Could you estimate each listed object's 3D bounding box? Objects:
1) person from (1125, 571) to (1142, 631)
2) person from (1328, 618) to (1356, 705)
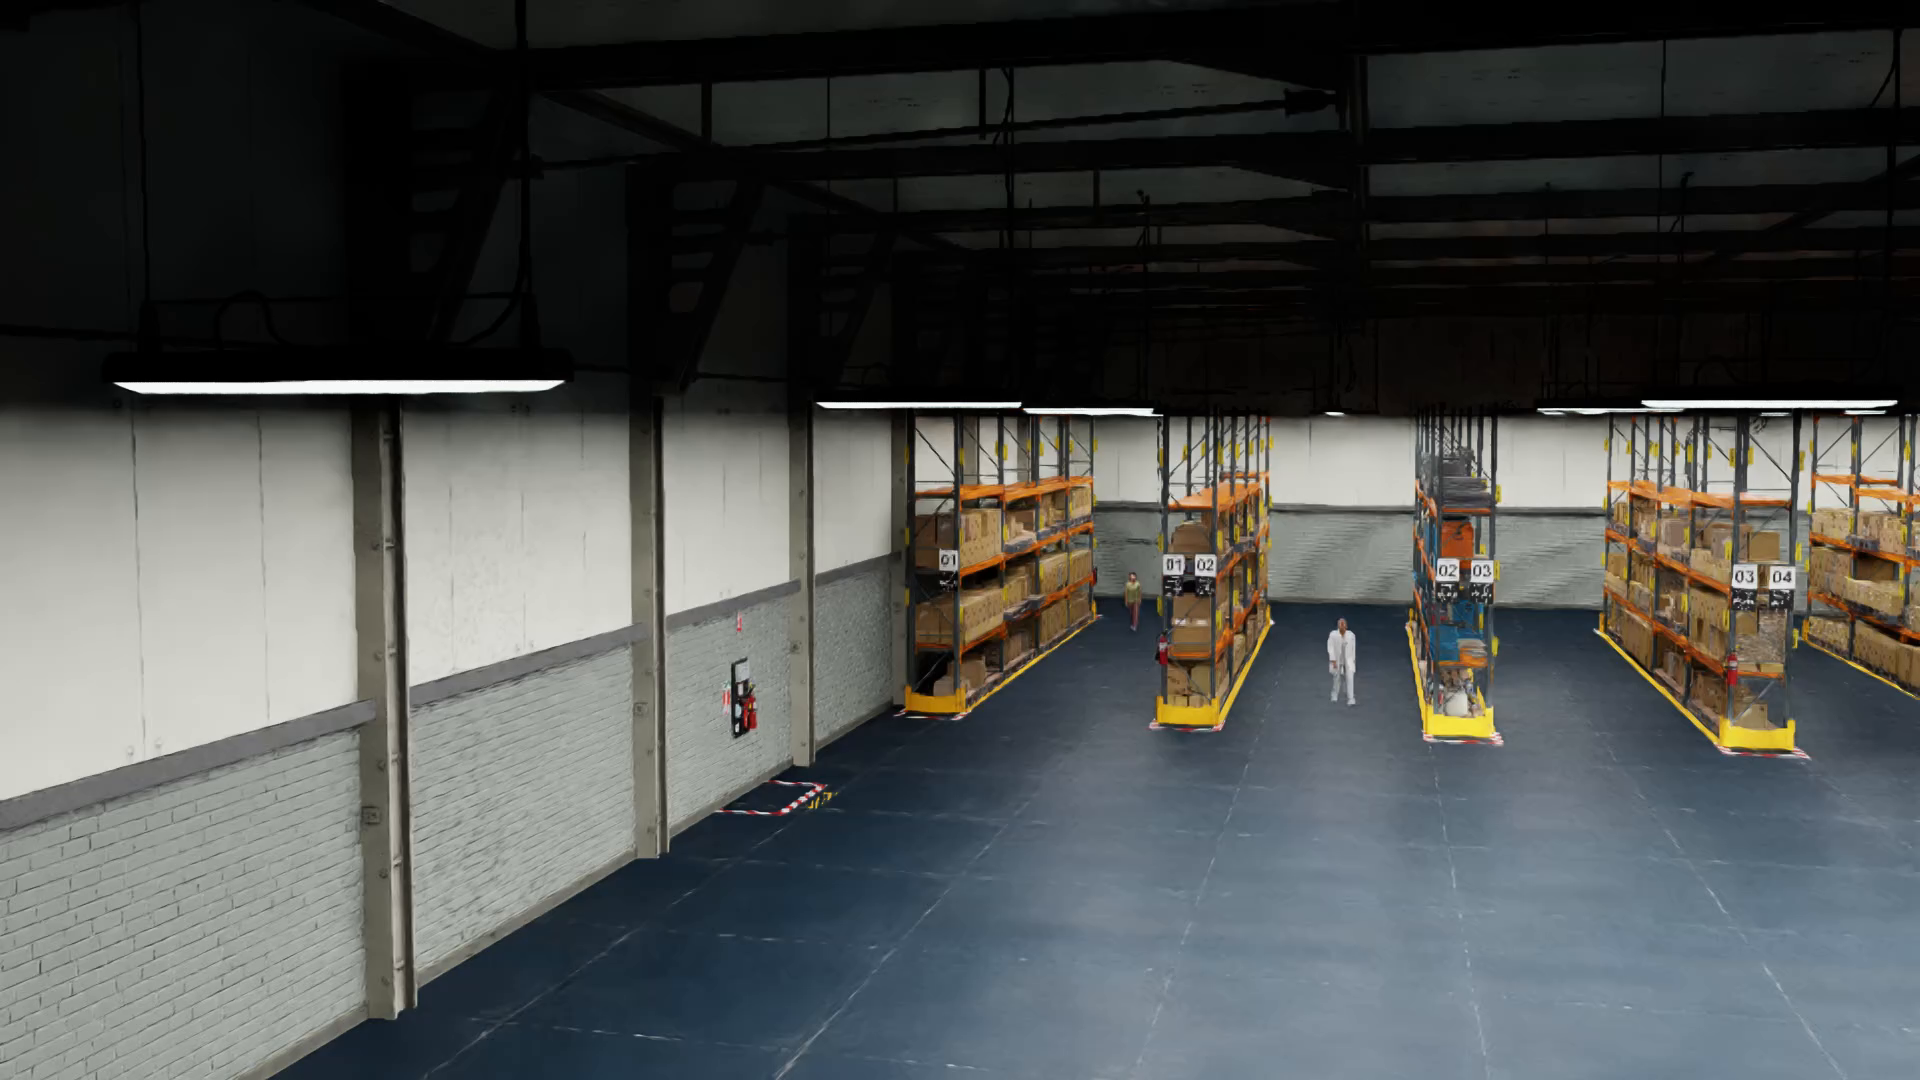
[{"bbox_3d":[4.677,1.632,45.068,0.448,1.590,1.110,1,4,16],"label":"person"},{"bbox_3d":[7.659,2.420,33.354,0.580,1.715,1.102,0,4,6],"label":"person"}]
